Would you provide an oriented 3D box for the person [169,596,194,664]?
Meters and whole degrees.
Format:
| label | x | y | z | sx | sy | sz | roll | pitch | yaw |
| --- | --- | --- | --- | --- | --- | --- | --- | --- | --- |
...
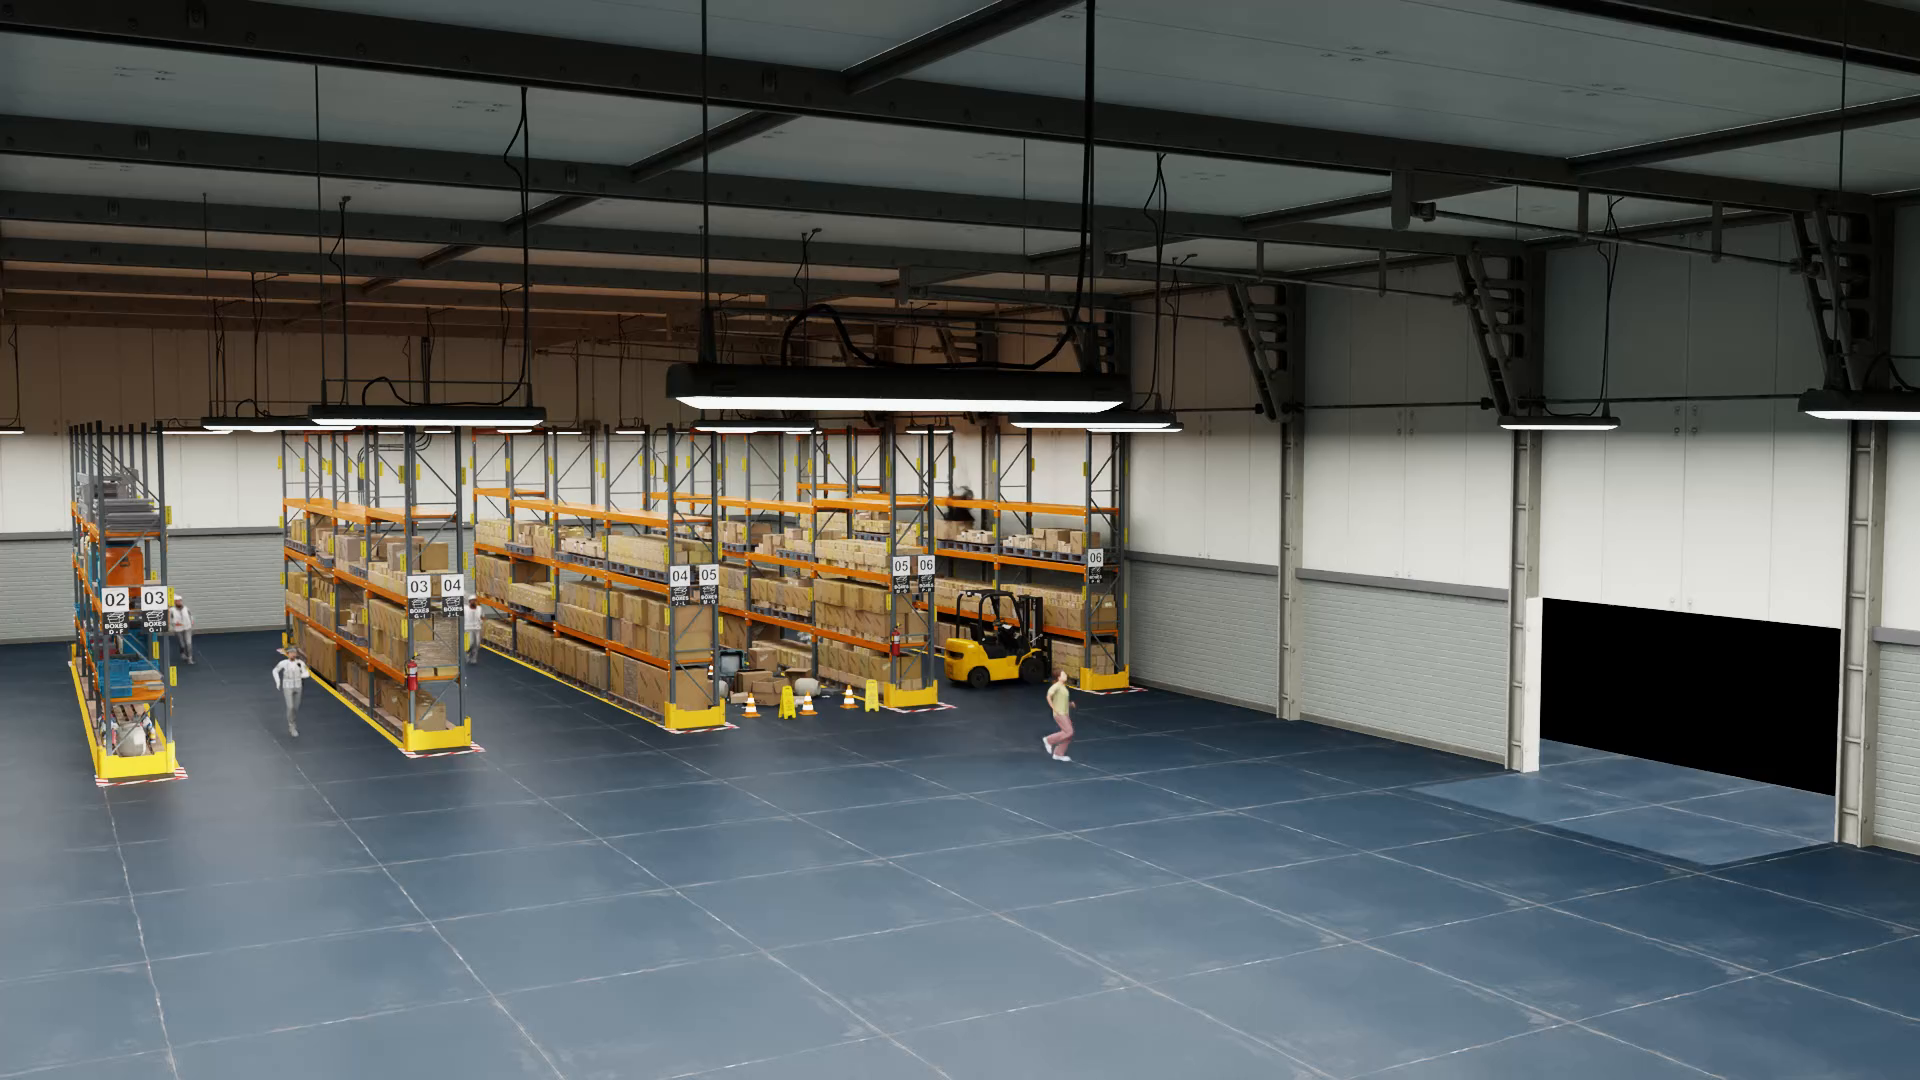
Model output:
| label | x | y | z | sx | sy | sz | roll | pitch | yaw |
| --- | --- | --- | --- | --- | --- | --- | --- | --- | --- |
| person | -19.755 | 2.269 | 42.145 | 0.696 | 1.733 | 0.783 | -3 | 5 | -40 |

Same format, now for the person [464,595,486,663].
| label | x | y | z | sx | sy | sz | roll | pitch | yaw |
| --- | --- | --- | --- | --- | --- | --- | --- | --- | --- |
| person | -12.243 | 2.256 | 41.827 | 0.681 | 1.739 | 0.624 | -2 | 4 | -32 |

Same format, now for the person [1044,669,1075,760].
| label | x | y | z | sx | sy | sz | roll | pitch | yaw |
| --- | --- | --- | --- | --- | --- | --- | --- | --- | --- |
| person | 1.777 | 3.091 | 29.465 | 0.547 | 1.624 | 0.627 | 2 | 4 | 24 |

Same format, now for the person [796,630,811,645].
| label | x | y | z | sx | sy | sz | roll | pitch | yaw |
| --- | --- | --- | --- | --- | --- | --- | --- | --- | --- |
| person | -4.233 | 2.066 | 44.917 | 0.695 | 1.783 | 0.667 | -2 | 4 | -28 |

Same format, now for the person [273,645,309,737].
| label | x | y | z | sx | sy | sz | roll | pitch | yaw |
| --- | --- | --- | --- | --- | --- | --- | --- | --- | --- |
| person | -12.858 | 2.874 | 32.032 | 0.599 | 1.703 | 0.878 | -3 | 4 | -38 |
